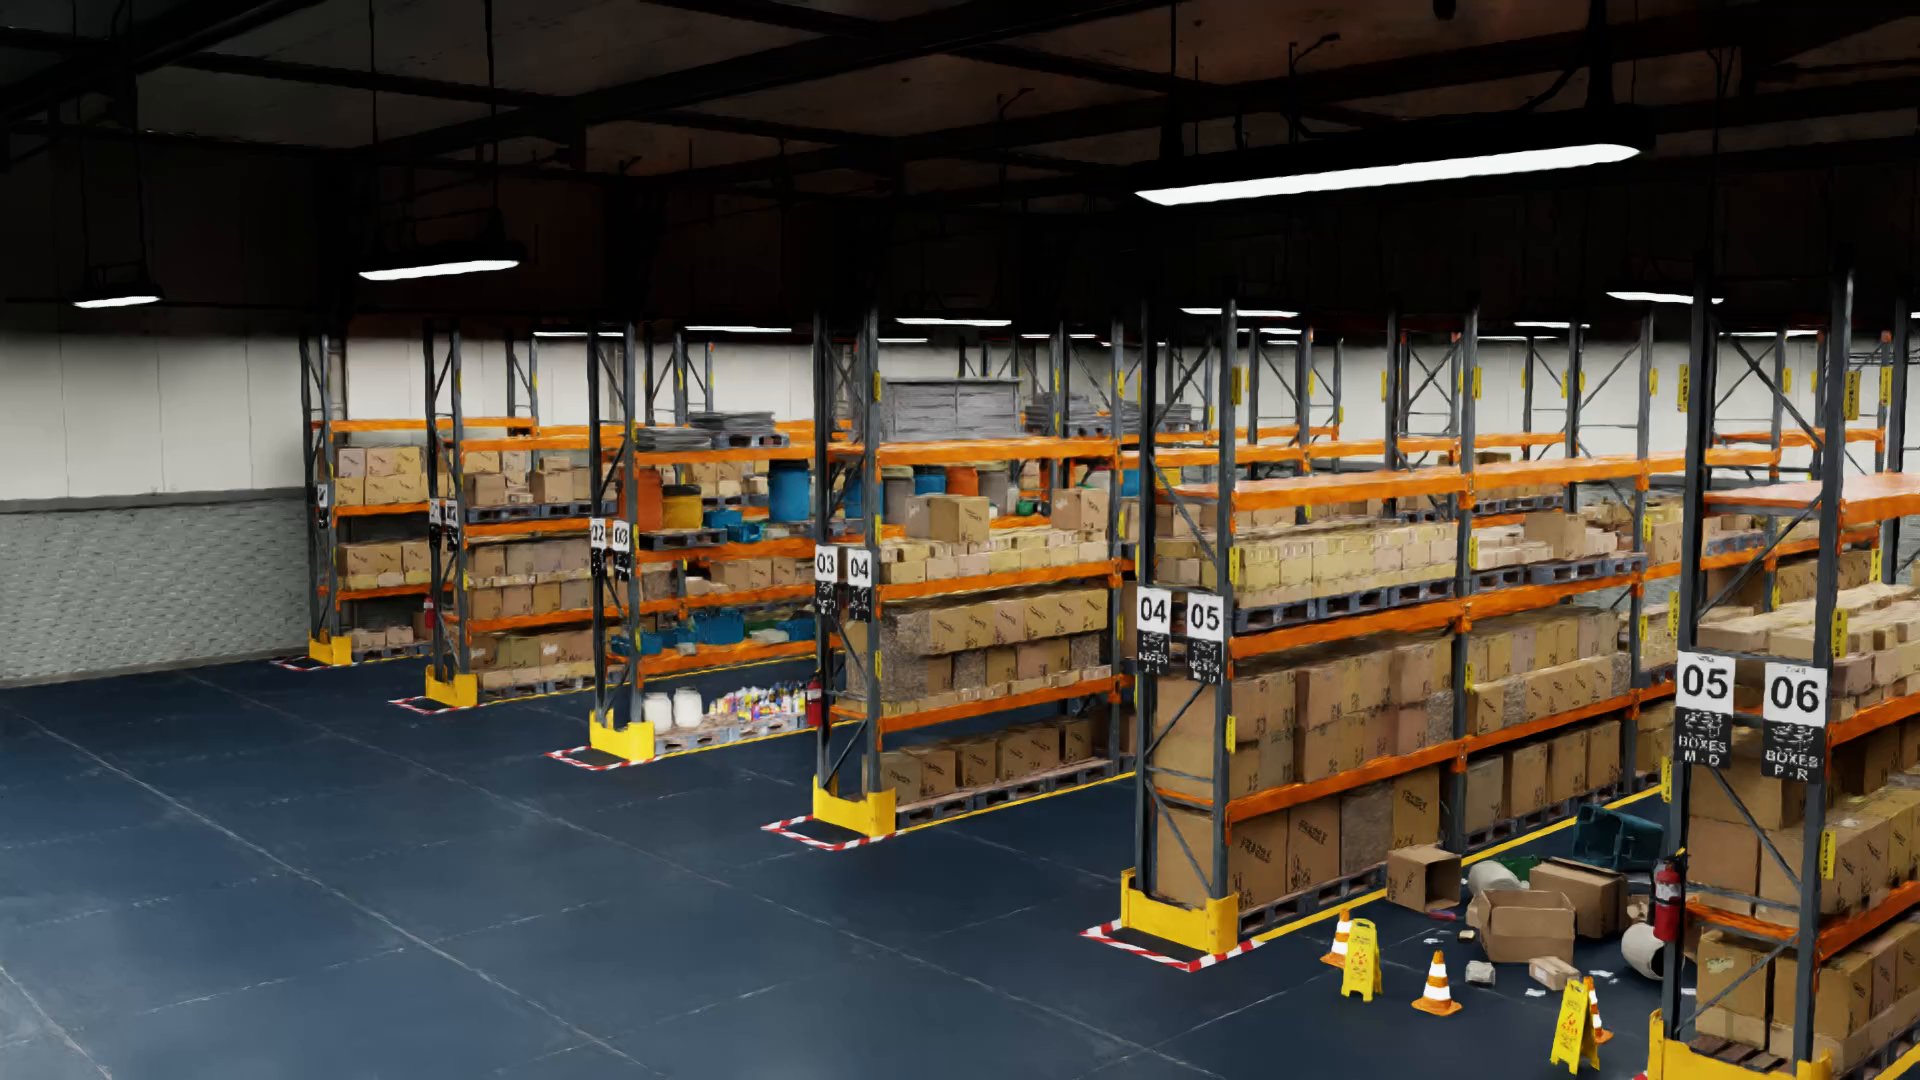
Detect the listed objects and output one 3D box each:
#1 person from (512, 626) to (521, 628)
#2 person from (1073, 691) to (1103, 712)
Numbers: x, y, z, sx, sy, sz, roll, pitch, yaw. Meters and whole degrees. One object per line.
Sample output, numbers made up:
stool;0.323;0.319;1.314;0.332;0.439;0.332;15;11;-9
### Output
person;-7.917;1.335;29.955;0.409;1.600;0.464;2;6;19
person;1.922;1.847;24.978;0.507;1.618;0.580;-6;8;-45
